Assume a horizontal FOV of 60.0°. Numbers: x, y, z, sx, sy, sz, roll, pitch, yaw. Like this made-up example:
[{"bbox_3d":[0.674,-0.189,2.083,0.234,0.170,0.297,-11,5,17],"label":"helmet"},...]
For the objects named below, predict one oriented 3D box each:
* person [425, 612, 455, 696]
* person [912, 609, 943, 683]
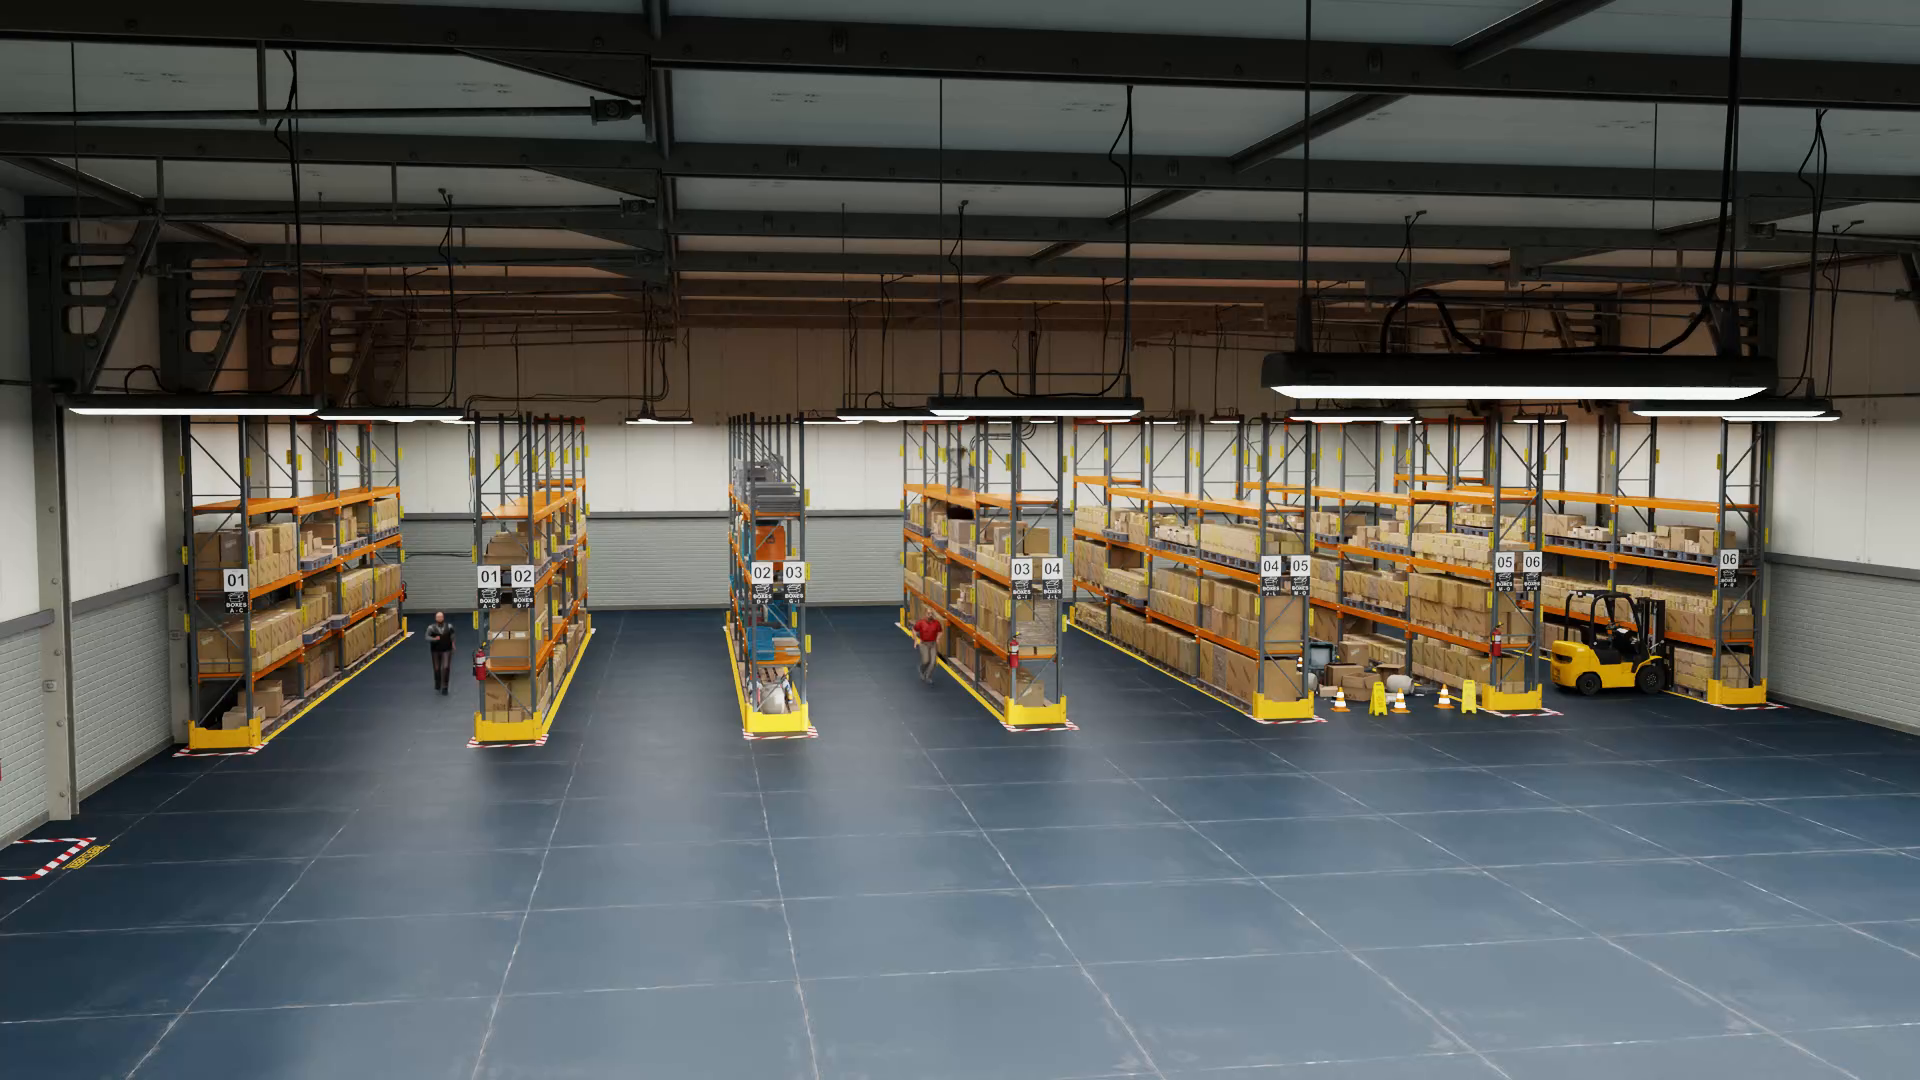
[{"bbox_3d":[-11.141,2.417,35.666,0.635,1.753,0.907,-1,4,-18],"label":"person"},{"bbox_3d":[-0.690,2.362,36.956,0.651,1.671,0.671,-1,4,-16],"label":"person"}]
